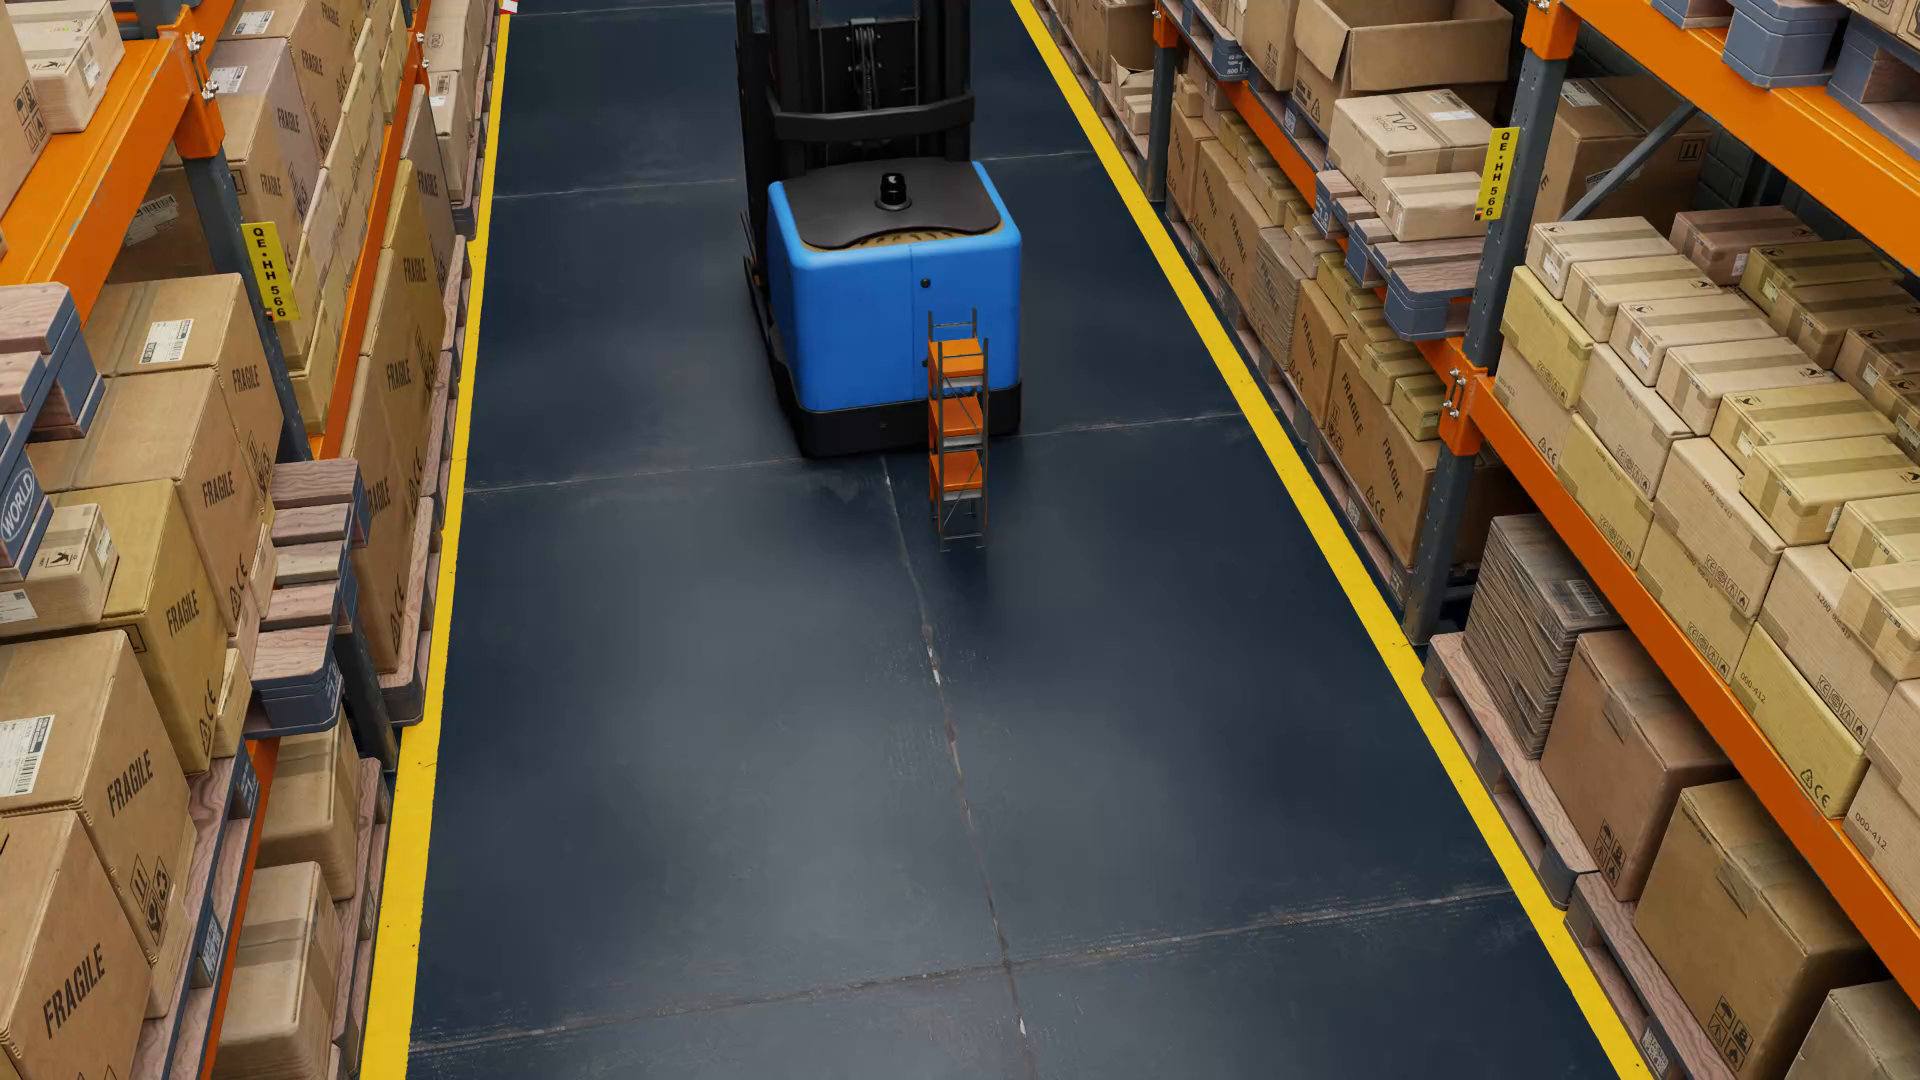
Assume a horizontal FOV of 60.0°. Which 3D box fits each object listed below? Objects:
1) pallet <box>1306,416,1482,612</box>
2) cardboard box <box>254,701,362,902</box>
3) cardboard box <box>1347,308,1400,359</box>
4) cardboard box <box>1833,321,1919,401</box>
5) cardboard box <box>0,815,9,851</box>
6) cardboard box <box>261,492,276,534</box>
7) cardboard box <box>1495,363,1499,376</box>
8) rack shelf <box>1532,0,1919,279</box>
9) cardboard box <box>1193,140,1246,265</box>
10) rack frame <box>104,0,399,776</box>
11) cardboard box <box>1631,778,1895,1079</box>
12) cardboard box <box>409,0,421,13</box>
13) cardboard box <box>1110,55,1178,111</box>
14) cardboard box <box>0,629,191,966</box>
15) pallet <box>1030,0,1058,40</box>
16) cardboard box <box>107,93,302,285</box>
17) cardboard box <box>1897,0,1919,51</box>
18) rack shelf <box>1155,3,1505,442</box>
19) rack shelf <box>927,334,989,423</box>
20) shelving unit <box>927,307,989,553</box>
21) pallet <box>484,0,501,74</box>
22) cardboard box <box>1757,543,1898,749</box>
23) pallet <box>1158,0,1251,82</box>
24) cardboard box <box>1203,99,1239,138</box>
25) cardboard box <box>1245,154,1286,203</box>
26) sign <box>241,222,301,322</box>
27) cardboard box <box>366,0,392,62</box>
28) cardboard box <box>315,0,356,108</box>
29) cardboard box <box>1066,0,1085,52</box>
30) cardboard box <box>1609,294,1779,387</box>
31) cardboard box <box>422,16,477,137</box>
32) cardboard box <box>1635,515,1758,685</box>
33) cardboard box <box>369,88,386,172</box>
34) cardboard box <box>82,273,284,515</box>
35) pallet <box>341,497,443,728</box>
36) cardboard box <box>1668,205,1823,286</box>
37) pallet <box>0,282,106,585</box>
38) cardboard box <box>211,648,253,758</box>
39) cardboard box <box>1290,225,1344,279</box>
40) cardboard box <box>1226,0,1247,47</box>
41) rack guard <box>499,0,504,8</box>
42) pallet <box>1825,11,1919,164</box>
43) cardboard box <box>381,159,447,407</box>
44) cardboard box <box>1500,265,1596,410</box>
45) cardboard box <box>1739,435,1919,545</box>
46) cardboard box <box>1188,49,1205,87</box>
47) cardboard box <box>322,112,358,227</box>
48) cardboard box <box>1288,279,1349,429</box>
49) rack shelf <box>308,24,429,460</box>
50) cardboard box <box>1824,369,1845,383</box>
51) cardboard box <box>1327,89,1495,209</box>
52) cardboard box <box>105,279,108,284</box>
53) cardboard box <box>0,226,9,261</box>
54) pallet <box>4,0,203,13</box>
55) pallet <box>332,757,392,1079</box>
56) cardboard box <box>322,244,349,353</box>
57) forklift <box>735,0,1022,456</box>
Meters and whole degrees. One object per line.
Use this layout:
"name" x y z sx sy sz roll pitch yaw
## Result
"pallet" 2.208 -0.195 7.328 1.003 0.211 1.213 -6 38 -8
"cardboard box" -2.496 0.910 5.434 0.950 0.372 0.625 -9 39 -11
"cardboard box" 1.884 -0.872 7.094 0.380 0.149 0.250 -7 38 -9
"cardboard box" 2.810 -0.512 4.854 0.380 0.149 0.250 -7 38 -9
"cardboard box" -1.910 0.565 2.883 0.380 0.149 0.250 -4 38 -5
"cardboard box" -2.178 -0.044 4.725 0.380 0.149 0.250 -6 38 -7
"cardboard box" 2.437 -0.603 7.276 0.500 0.500 0.500 -6 38 -8
"rack shelf" 2.652 -0.533 3.633 1.077 0.370 4.000 -6 38 -8
"cardboard box" 1.566 -1.799 8.815 0.500 0.500 0.500 -7 38 -9
"rack frame" -2.585 -0.305 5.197 1.000 3.000 0.127 -6 38 -8
"cardboard box" 2.638 1.110 4.970 0.875 0.625 0.625 -8 39 -10
"cardboard box" -3.111 -3.072 8.677 0.500 0.500 0.500 -5 38 -6
"cardboard box" 1.150 -2.864 10.377 0.396 0.266 0.258 -5 38 -6
"cardboard box" -1.946 0.563 3.414 0.500 0.500 0.500 -8 39 -10
"pallet" 1.053 -4.044 12.284 1.003 0.211 1.213 -6 38 -8
"cardboard box" -2.431 -1.063 5.277 0.500 0.500 0.500 -7 38 -9
"cardboard box" 2.367 -1.192 3.389 0.500 0.500 0.500 -5 38 -7
"rack shelf" 1.951 -1.765 7.663 1.077 0.370 4.000 -6 38 -8
"rack shelf" -0.009 -0.663 6.802 0.215 0.259 0.240 -6 38 -8
"shelving unit" -0.009 -0.447 6.969 0.215 1.050 0.252 -6 38 -8
"pallet" -3.770 -3.561 11.662 1.003 0.211 1.213 -6 38 -8
"cardboard box" 2.414 0.242 4.209 0.500 0.250 0.500 -6 38 -7
"pallet" 1.633 -2.687 8.420 1.003 0.211 1.213 -6 38 -8
"cardboard box" 1.526 -2.287 8.916 0.380 0.149 0.250 -7 38 -9
"cardboard box" 1.650 -1.815 8.307 0.380 0.149 0.250 -6 38 -8
"sign" -2.052 -0.795 4.949 0.100 0.325 0.005 -6 38 -8
"cardboard box" -2.875 -2.318 7.503 0.500 0.250 0.500 -5 38 -7
"cardboard box" -2.688 -1.981 6.459 0.500 0.500 0.500 -6 38 -7
"cardboard box" 1.018 -3.621 11.162 0.500 0.500 0.500 -6 38 -7
"cardboard box" 2.185 -0.599 4.965 0.380 0.149 0.250 -5 38 -7
"cardboard box" -3.448 -2.806 10.163 0.875 0.438 0.875 -7 38 -9
"cardboard box" 2.319 0.127 4.763 0.500 0.250 0.500 -7 38 -9
"cardboard box" -2.802 -1.803 7.248 0.500 0.250 0.500 -7 38 -9
"cardboard box" -2.232 -0.383 4.631 0.500 0.500 0.500 -7 38 -9
"pallet" -2.649 0.312 6.676 1.003 0.211 1.213 -6 38 -8
"cardboard box" 2.557 -0.962 5.433 0.380 0.149 0.250 -5 38 -6
"pallet" -2.072 -0.009 2.525 1.213 0.211 1.003 -6 38 -8
"cardboard box" -1.991 0.421 4.126 0.380 0.149 0.250 -6 38 -7
"cardboard box" 1.760 -1.351 7.710 0.380 0.149 0.250 -8 39 -10
"cardboard box" 1.466 -2.489 7.776 0.396 0.266 0.258 -4 38 -6
"rack guard" -3.992 -4.164 12.202 1.175 0.500 0.348 -6 38 -8
"pallet" 2.707 -0.875 3.641 1.003 0.211 1.213 -5 38 -6
"cardboard box" -2.933 -1.137 7.658 0.875 0.875 0.875 -5 38 -7
"cardboard box" 2.114 -0.682 5.398 0.500 0.250 0.500 -6 38 -8
"cardboard box" 2.304 -0.134 4.367 0.380 0.149 0.250 -5 38 -7
"cardboard box" 1.461 -2.570 9.038 0.380 0.149 0.250 -7 38 -9
"cardboard box" -2.595 -1.390 6.309 0.500 0.250 0.500 -6 38 -8
"cardboard box" 1.844 -0.871 7.621 0.500 0.500 0.500 -5 38 -6
"rack shelf" -2.936 -1.229 6.973 1.077 0.370 4.000 -6 38 -8
"cardboard box" 2.745 -0.429 5.072 0.500 0.250 0.500 -6 38 -8
"cardboard box" 1.798 -1.550 6.580 0.500 0.250 0.500 -8 39 -10
"cardboard box" -2.933 -1.023 5.226 0.500 0.500 0.500 -7 38 -9
"cardboard box" -2.289 -0.612 3.063 0.797 0.503 0.637 -6 38 -8
"pallet" -2.750 -1.798 4.828 1.213 0.211 1.003 -5 38 -6
"pallet" -2.449 1.269 5.445 1.003 0.211 1.213 -6 38 -8
"cardboard box" -2.530 -0.876 6.055 0.500 0.250 0.500 -7 38 -9
"forklift" -0.548 -2.448 8.012 1.130 2.935 3.031 -8 39 -10
